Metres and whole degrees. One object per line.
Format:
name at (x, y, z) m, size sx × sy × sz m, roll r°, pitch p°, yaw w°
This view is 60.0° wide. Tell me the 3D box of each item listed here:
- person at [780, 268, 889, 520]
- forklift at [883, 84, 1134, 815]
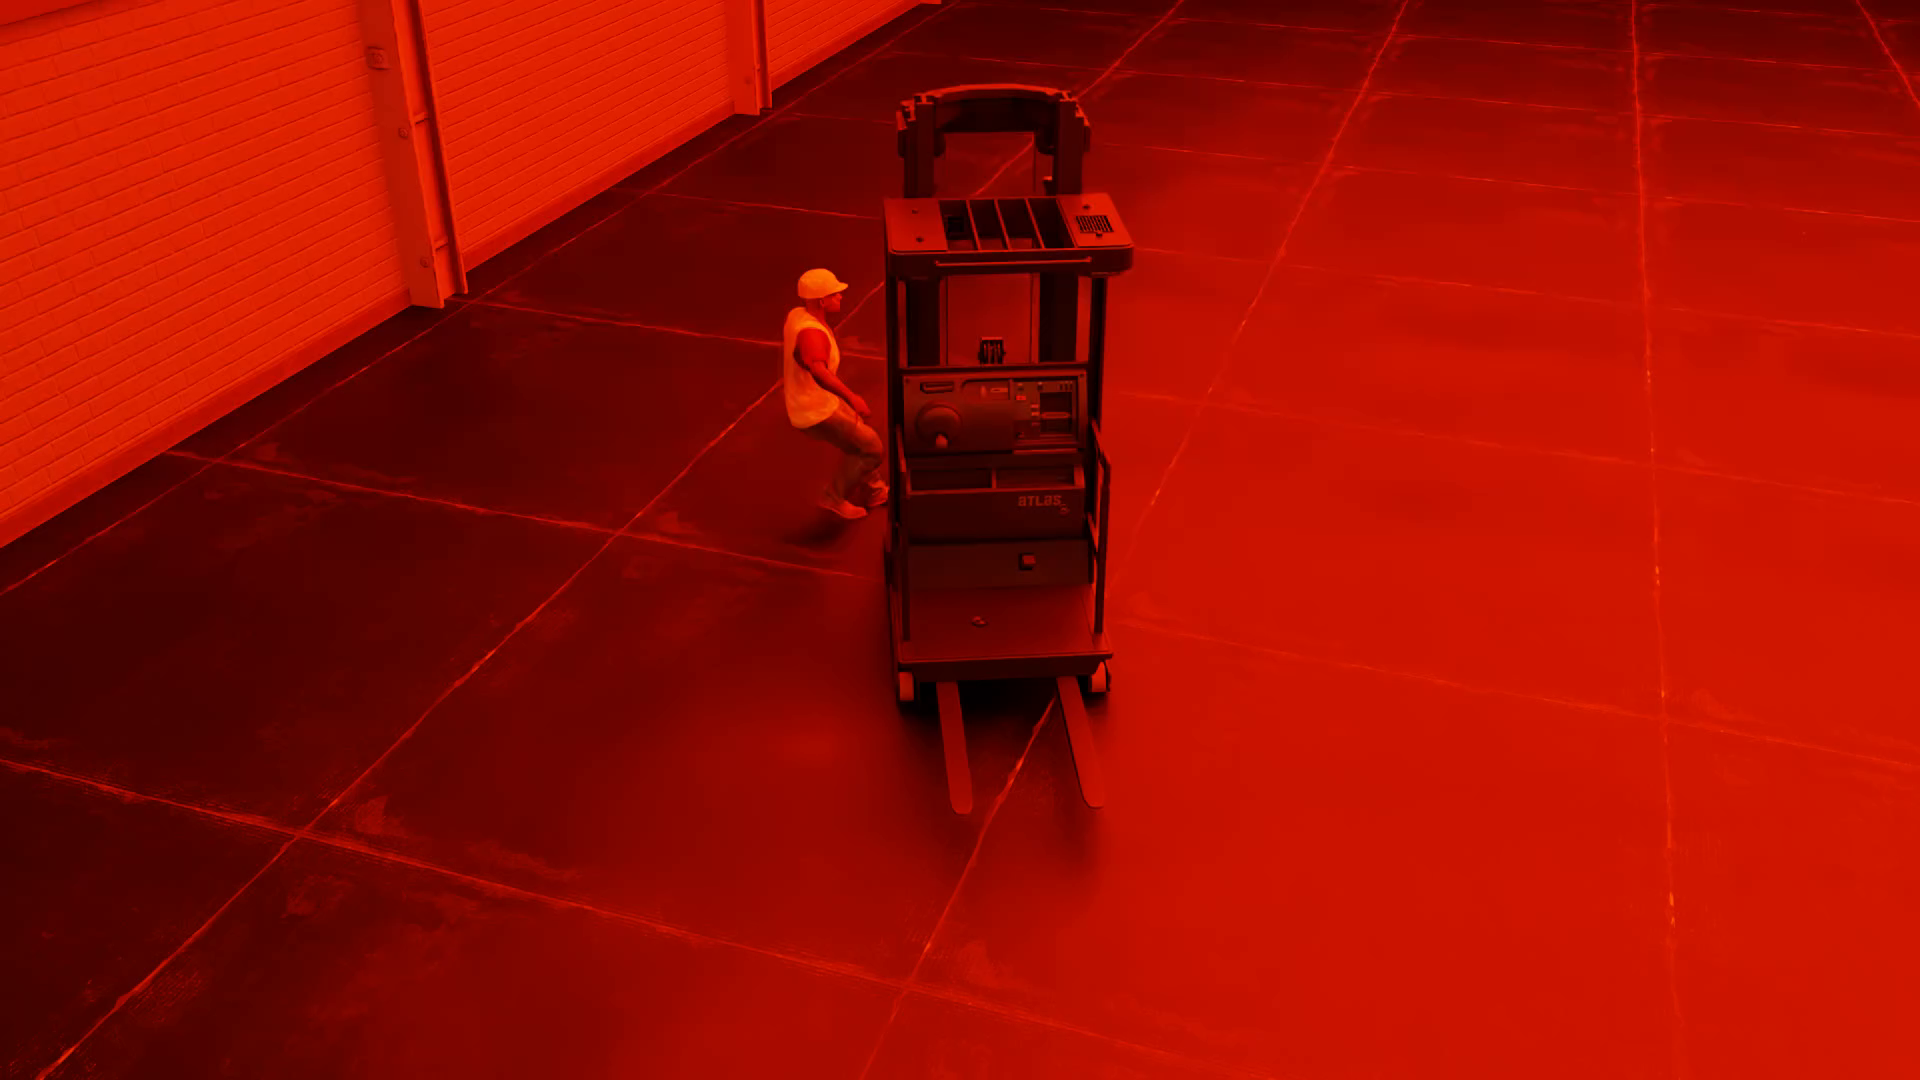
person at (-0.658, -0.843, 9.928) m, size 0.781 × 1.649 × 1.086 m, roll -5°, pitch 30°, yaw -9°
forklift at (0.197, -0.605, 8.198) m, size 1.130 × 2.935 × 3.031 m, roll -2°, pitch 30°, yaw -4°
